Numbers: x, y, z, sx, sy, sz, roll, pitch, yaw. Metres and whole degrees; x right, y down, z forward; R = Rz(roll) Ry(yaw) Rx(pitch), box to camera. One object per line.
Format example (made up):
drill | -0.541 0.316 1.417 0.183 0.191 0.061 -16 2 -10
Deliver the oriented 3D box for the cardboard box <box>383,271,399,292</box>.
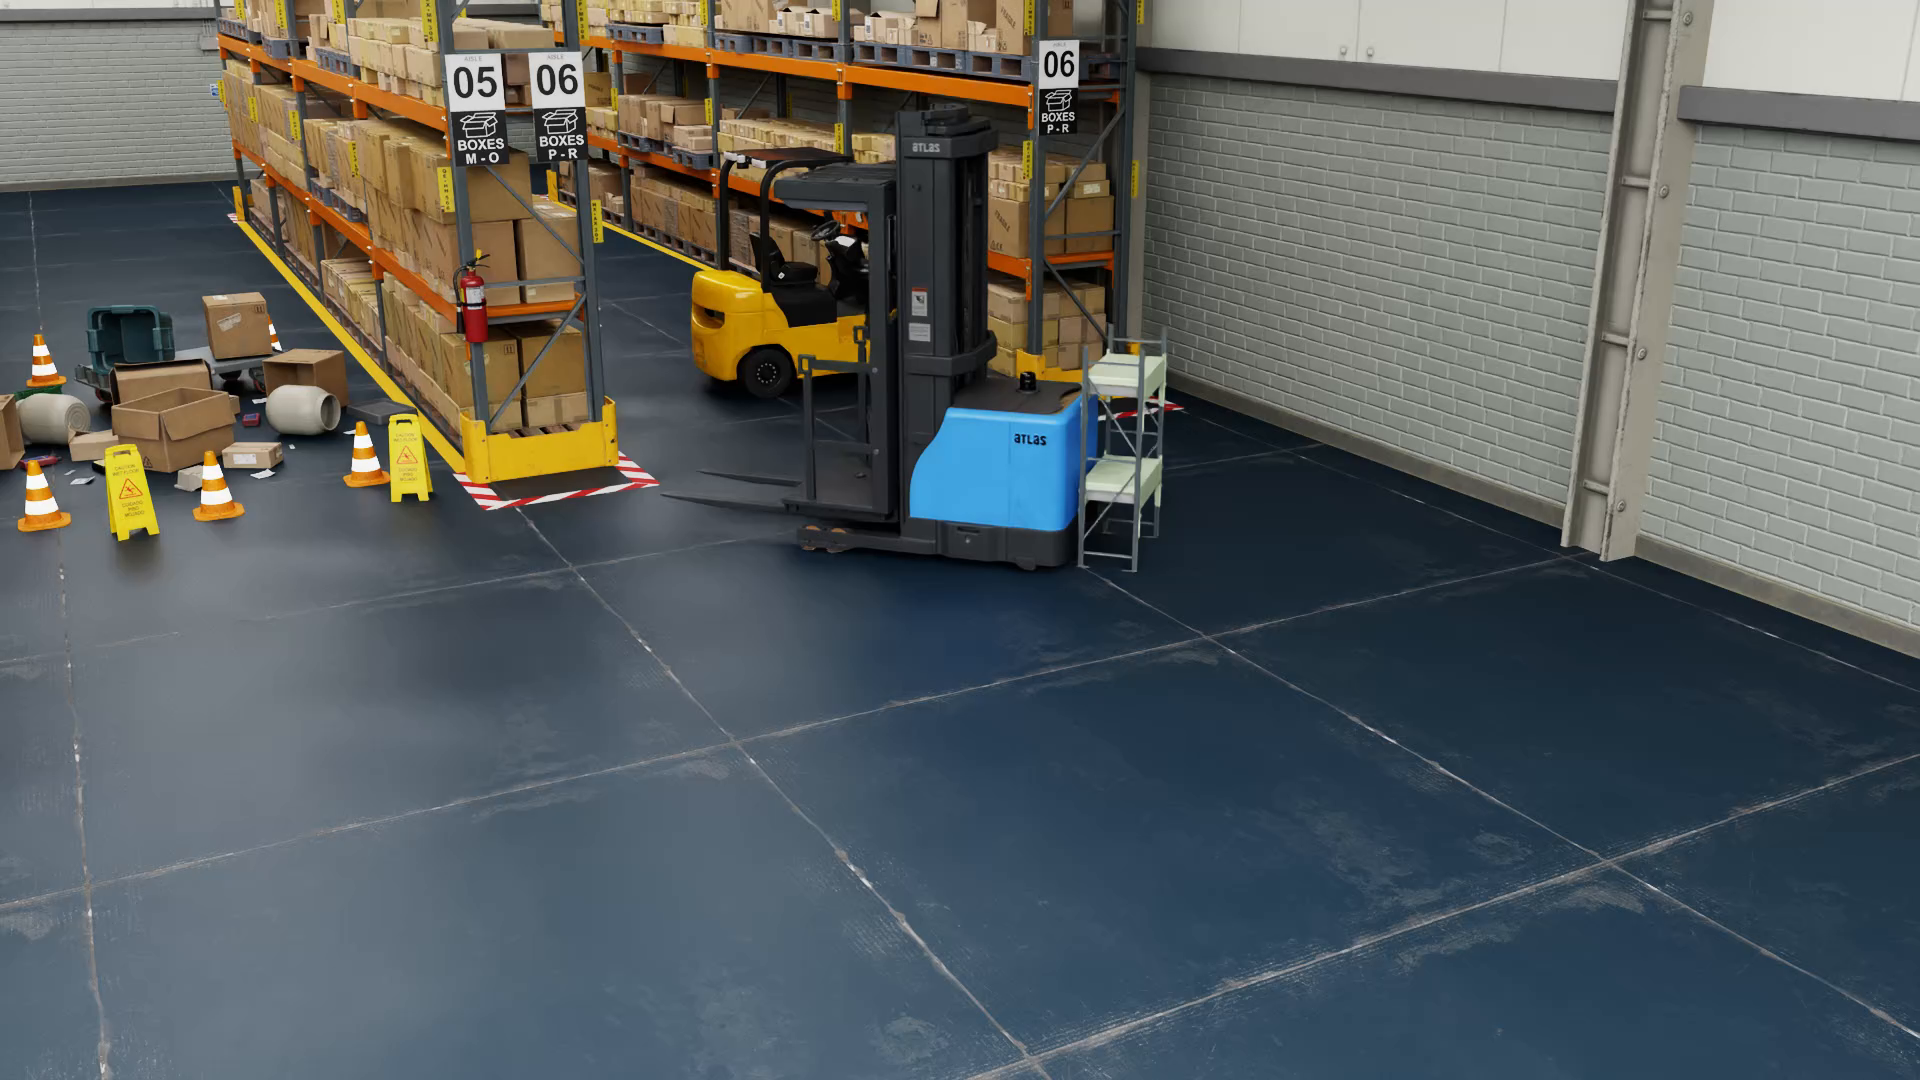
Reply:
cardboard box | -5.139 -2.416 15.462 0.380 0.149 0.250 -10 21 -26

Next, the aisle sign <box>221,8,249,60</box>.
aisle sign | -11.175 -7.762 25.542 0.394 0.787 0.004 -10 21 -27

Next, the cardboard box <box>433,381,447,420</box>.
cardboard box | -4.148 -1.203 14.092 0.500 0.250 0.500 -10 21 -26

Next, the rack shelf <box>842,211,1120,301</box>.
rack shelf | 0.129 -2.968 16.738 1.077 0.370 4.000 -10 21 -27

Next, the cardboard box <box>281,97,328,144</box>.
cardboard box | -7.814 -5.035 19.937 0.500 0.500 0.500 -10 21 -26

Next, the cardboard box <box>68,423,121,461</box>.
cardboard box | -7.059 -0.816 13.590 0.396 0.266 0.258 -6 20 -17

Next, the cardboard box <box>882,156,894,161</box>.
cardboard box | -0.577 -3.877 17.122 0.380 0.149 0.250 -9 21 -25

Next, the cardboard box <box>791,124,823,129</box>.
cardboard box | -1.863 -5.034 20.475 0.380 0.149 0.250 -10 21 -27

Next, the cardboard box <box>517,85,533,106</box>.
cardboard box | -3.160 -3.409 12.699 0.380 0.149 0.250 -10 21 -27

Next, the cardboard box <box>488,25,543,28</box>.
cardboard box | -3.529 -4.009 13.215 0.380 0.149 0.250 -10 21 -27

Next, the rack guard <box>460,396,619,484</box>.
rack guard | -3.324 -0.805 13.197 1.175 0.500 0.348 -10 21 -27

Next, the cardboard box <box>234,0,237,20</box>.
cardboard box | -10.061 -7.666 23.702 0.500 0.500 0.500 -10 21 -26

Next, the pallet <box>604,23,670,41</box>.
pallet | -4.372 -7.310 23.907 1.213 0.211 1.003 -10 21 -27

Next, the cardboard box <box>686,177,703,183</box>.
cardboard box | -3.794 -5.229 24.381 0.380 0.149 0.250 -11 22 -29

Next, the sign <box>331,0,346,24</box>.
sign | -5.674 -4.874 15.163 0.100 0.325 0.005 -10 21 -27

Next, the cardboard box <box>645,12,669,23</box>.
cardboard box | -4.076 -7.139 22.712 0.380 0.149 0.250 -9 21 -25

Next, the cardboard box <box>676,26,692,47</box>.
cardboard box | -3.417 -6.632 21.883 0.500 0.250 0.500 -10 21 -26

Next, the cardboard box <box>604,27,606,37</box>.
cardboard box | -5.051 -7.536 24.658 0.380 0.149 0.250 -10 21 -27

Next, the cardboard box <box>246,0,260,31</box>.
cardboard box | -8.823 -6.775 21.271 0.500 0.500 0.500 -10 22 -28

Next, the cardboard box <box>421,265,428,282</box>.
cardboard box | -4.323 -2.276 14.014 0.380 0.149 0.250 -10 22 -27

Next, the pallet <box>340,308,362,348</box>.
pallet | -6.142 -2.368 18.171 1.003 0.211 1.213 -10 21 -27

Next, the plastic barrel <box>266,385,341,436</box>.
plastic barrel | -5.601 -1.105 14.185 0.512 0.421 0.421 4 19 11

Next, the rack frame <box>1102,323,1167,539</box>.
rack frame | 1.202 -0.740 11.478 0.400 1.500 0.023 6 20 17

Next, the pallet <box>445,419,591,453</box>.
pallet | -3.679 -0.907 13.935 1.003 0.211 1.213 -10 21 -27

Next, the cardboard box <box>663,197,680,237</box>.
cardboard box | -3.853 -4.577 23.486 0.500 0.500 0.500 -11 22 -29

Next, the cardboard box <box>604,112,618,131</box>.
cardboard box | -5.076 -6.357 25.230 0.500 0.250 0.500 -9 21 -25

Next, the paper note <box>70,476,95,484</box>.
paper note | -6.827 -0.465 12.936 0.144 0.017 0.142 -3 19 -8

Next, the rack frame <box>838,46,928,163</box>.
rack frame | -0.821 -3.883 18.285 1.000 3.000 0.127 -10 21 -27

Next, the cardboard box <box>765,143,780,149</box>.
cardboard box | -1.991 -4.591 19.802 0.500 0.250 0.500 -10 21 -26

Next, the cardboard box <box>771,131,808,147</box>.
cardboard box | -2.006 -4.726 19.582 0.380 0.149 0.250 -11 22 -28

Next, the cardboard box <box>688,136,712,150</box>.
cardboard box | -3.370 -5.240 21.959 0.380 0.149 0.250 -10 21 -26

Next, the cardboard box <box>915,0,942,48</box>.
cardboard box | 0.011 -5.020 16.026 0.797 0.503 0.637 -9 21 -25

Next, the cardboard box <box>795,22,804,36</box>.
cardboard box | -1.611 -5.696 18.530 0.380 0.149 0.250 -10 21 -27

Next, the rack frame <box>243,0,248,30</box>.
rack frame | -8.987 -8.245 21.730 1.000 3.000 0.127 -10 21 -27

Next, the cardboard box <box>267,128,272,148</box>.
cardboard box | -8.754 -5.259 21.738 0.500 0.250 0.500 -10 21 -26

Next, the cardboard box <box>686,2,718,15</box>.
cardboard box | -3.347 -6.920 21.652 0.380 0.149 0.250 -11 22 -28

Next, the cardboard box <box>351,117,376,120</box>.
cardboard box | -6.627 -4.560 18.994 0.500 0.500 0.500 -11 22 -28

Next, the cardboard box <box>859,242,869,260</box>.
cardboard box | -0.868 -3.066 17.958 0.500 0.250 0.500 -10 22 -27

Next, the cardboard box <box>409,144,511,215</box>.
cardboard box | -3.957 -2.884 13.249 0.700 0.500 0.500 -10 21 -26

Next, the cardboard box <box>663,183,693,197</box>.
cardboard box | -4.009 -4.993 23.697 0.380 0.149 0.250 -9 21 -25

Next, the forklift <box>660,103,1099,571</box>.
forklift | -0.606 -1.451 11.342 3.031 2.935 1.130 6 20 17

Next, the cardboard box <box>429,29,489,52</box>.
cardboard box | -3.709 -3.692 12.296 0.380 0.149 0.250 -10 21 -26

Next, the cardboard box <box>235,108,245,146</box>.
cardboard box | -10.420 -6.133 24.652 0.500 0.500 0.500 -10 21 -27

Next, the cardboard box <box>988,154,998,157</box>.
cardboard box | 0.156 -3.576 15.794 0.380 0.149 0.250 -9 21 -25

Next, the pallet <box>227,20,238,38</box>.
pallet | -9.941 -7.371 23.933 1.003 0.211 1.213 -10 21 -27

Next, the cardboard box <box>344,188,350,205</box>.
cardboard box | -6.063 -3.517 16.966 0.380 0.149 0.250 -10 21 -26

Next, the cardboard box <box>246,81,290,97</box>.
cardboard box | -9.454 -6.022 22.798 0.500 0.500 0.500 -10 21 -27

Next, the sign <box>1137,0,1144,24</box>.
sign | 1.570 -4.687 14.556 0.100 0.325 0.005 -10 21 -27

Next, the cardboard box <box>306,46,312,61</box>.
cardboard box | -7.087 -5.443 18.594 0.380 0.149 0.250 -10 21 -27

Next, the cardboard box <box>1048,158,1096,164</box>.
cardboard box | 1.036 -3.444 15.411 0.380 0.149 0.250 -9 21 -25

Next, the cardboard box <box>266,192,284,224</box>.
cardboard box | -9.616 -4.850 24.373 0.875 0.438 0.875 -11 22 -28

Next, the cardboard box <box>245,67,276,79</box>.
cardboard box | -9.839 -6.577 23.411 0.380 0.149 0.250 -10 21 -27

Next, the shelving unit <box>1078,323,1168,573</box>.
shelving unit | 1.092 -0.627 11.148 0.431 1.500 0.755 6 20 17

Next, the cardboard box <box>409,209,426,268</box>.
cardboard box | -4.257 -2.554 13.825 0.500 0.500 0.500 -10 21 -27

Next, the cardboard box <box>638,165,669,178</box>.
cardboard box | -4.518 -5.432 24.512 0.380 0.149 0.250 -11 22 -29

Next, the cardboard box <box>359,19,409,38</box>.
cardboard box | -5.059 -4.500 14.639 0.380 0.149 0.250 -11 22 -28
